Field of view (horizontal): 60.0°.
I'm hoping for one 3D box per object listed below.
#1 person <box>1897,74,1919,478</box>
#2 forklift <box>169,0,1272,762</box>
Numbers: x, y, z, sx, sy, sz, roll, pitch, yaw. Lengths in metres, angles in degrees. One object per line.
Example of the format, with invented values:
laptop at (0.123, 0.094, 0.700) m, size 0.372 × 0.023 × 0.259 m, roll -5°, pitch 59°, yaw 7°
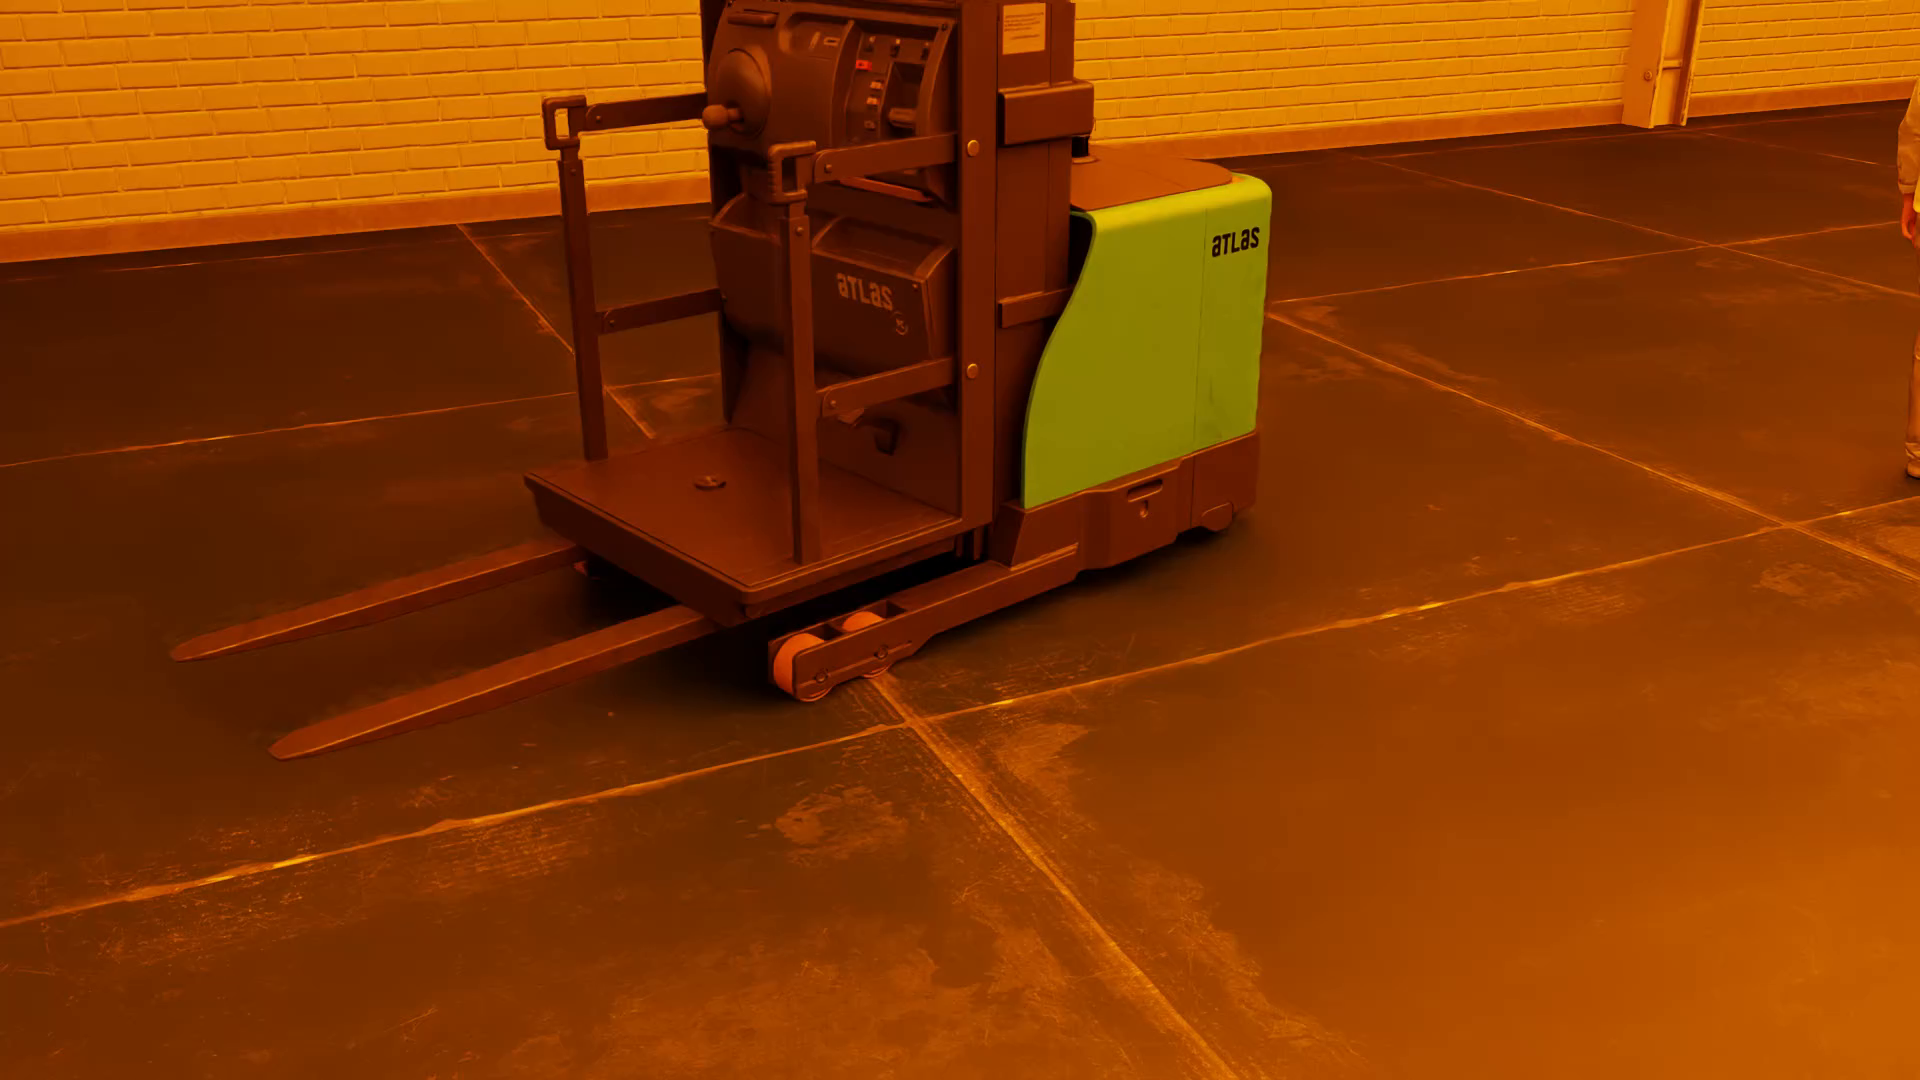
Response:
person at (3.328, -1.048, 5.298) m, size 0.565 × 1.776 × 0.634 m, roll -13°, pitch 26°, yaw -29°
forklift at (-0.505, -1.177, 4.119) m, size 3.031 × 2.935 × 1.130 m, roll -19°, pitch 29°, yaw -38°
